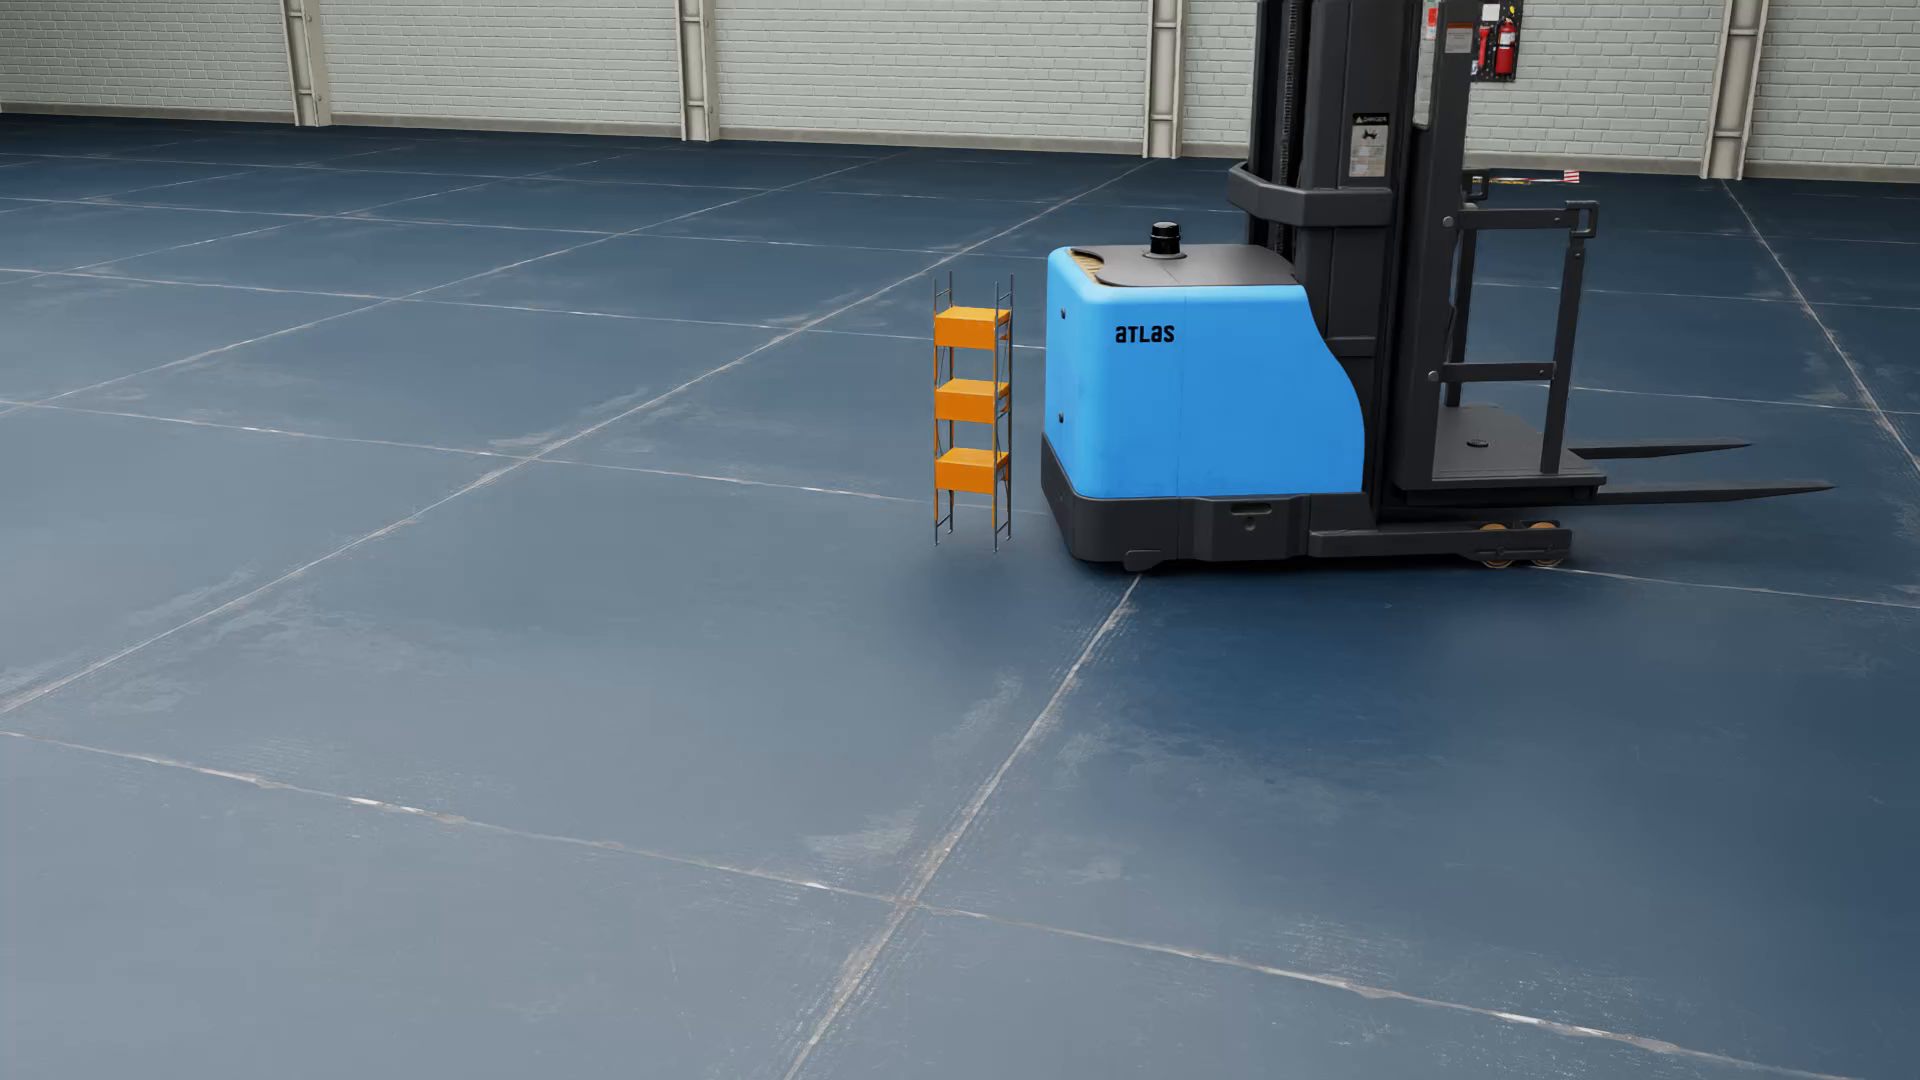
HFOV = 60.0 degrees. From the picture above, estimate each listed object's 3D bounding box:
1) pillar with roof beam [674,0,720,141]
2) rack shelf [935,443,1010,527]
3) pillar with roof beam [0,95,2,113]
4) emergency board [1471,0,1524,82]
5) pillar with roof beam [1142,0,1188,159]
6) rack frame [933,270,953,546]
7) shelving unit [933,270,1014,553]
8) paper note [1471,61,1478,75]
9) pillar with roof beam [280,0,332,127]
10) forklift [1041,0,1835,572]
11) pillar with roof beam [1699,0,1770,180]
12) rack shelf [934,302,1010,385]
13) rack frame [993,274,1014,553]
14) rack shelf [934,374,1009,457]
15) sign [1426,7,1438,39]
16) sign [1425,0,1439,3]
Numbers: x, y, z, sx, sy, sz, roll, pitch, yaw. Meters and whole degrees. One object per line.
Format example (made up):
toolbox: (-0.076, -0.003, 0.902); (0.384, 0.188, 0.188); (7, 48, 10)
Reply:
pillar with roof beam: (-4.724, -8.032, 15.948); (0.400, 9.000, 9.100); (7, 20, 18)
rack shelf: (0.051, -0.218, 6.482); (0.240, 0.259, 0.215); (7, 20, 18)
pillar with roof beam: (-16.059, -9.328, 19.666); (0.400, 9.000, 9.100); (7, 20, 18)
emergency board: (5.703, -5.520, 17.856); (0.643, 1.169, 0.194); (7, 20, 18)
pillar with roof beam: (0.944, -7.384, 14.088); (0.400, 9.000, 9.100); (7, 20, 18)
rack frame: (-0.065, -0.503, 6.425); (0.008, 1.050, 0.200); (7, 20, 18)
shelving unit: (0.051, -0.490, 6.387); (0.252, 1.050, 0.215); (7, 20, 18)
paper note: (5.558, -5.145, 18.118); (0.142, 0.148, 0.016); (7, 20, 18)
pillar with roof beam: (-10.391, -8.680, 17.807); (0.400, 9.000, 9.100); (7, 20, 18)
forklift: (1.887, -1.448, 6.277); (3.031, 2.935, 1.130); (-2, 19, -5)
pillar with roof beam: (6.612, -6.736, 12.229); (0.400, 9.000, 9.100); (7, 20, 18)
rack shelf: (0.051, -0.748, 6.297); (0.240, 0.259, 0.215); (7, 20, 18)
rack frame: (0.166, -0.477, 6.349); (0.008, 1.050, 0.200); (7, 20, 18)
rack shelf: (0.051, -0.480, 6.390); (0.240, 0.259, 0.215); (7, 20, 18)
sign: (5.214, -5.629, 18.114); (0.234, 0.329, 0.001); (7, 20, 18)
sign: (5.216, -5.876, 18.017); (0.331, 0.109, 0.001); (7, 20, 18)
